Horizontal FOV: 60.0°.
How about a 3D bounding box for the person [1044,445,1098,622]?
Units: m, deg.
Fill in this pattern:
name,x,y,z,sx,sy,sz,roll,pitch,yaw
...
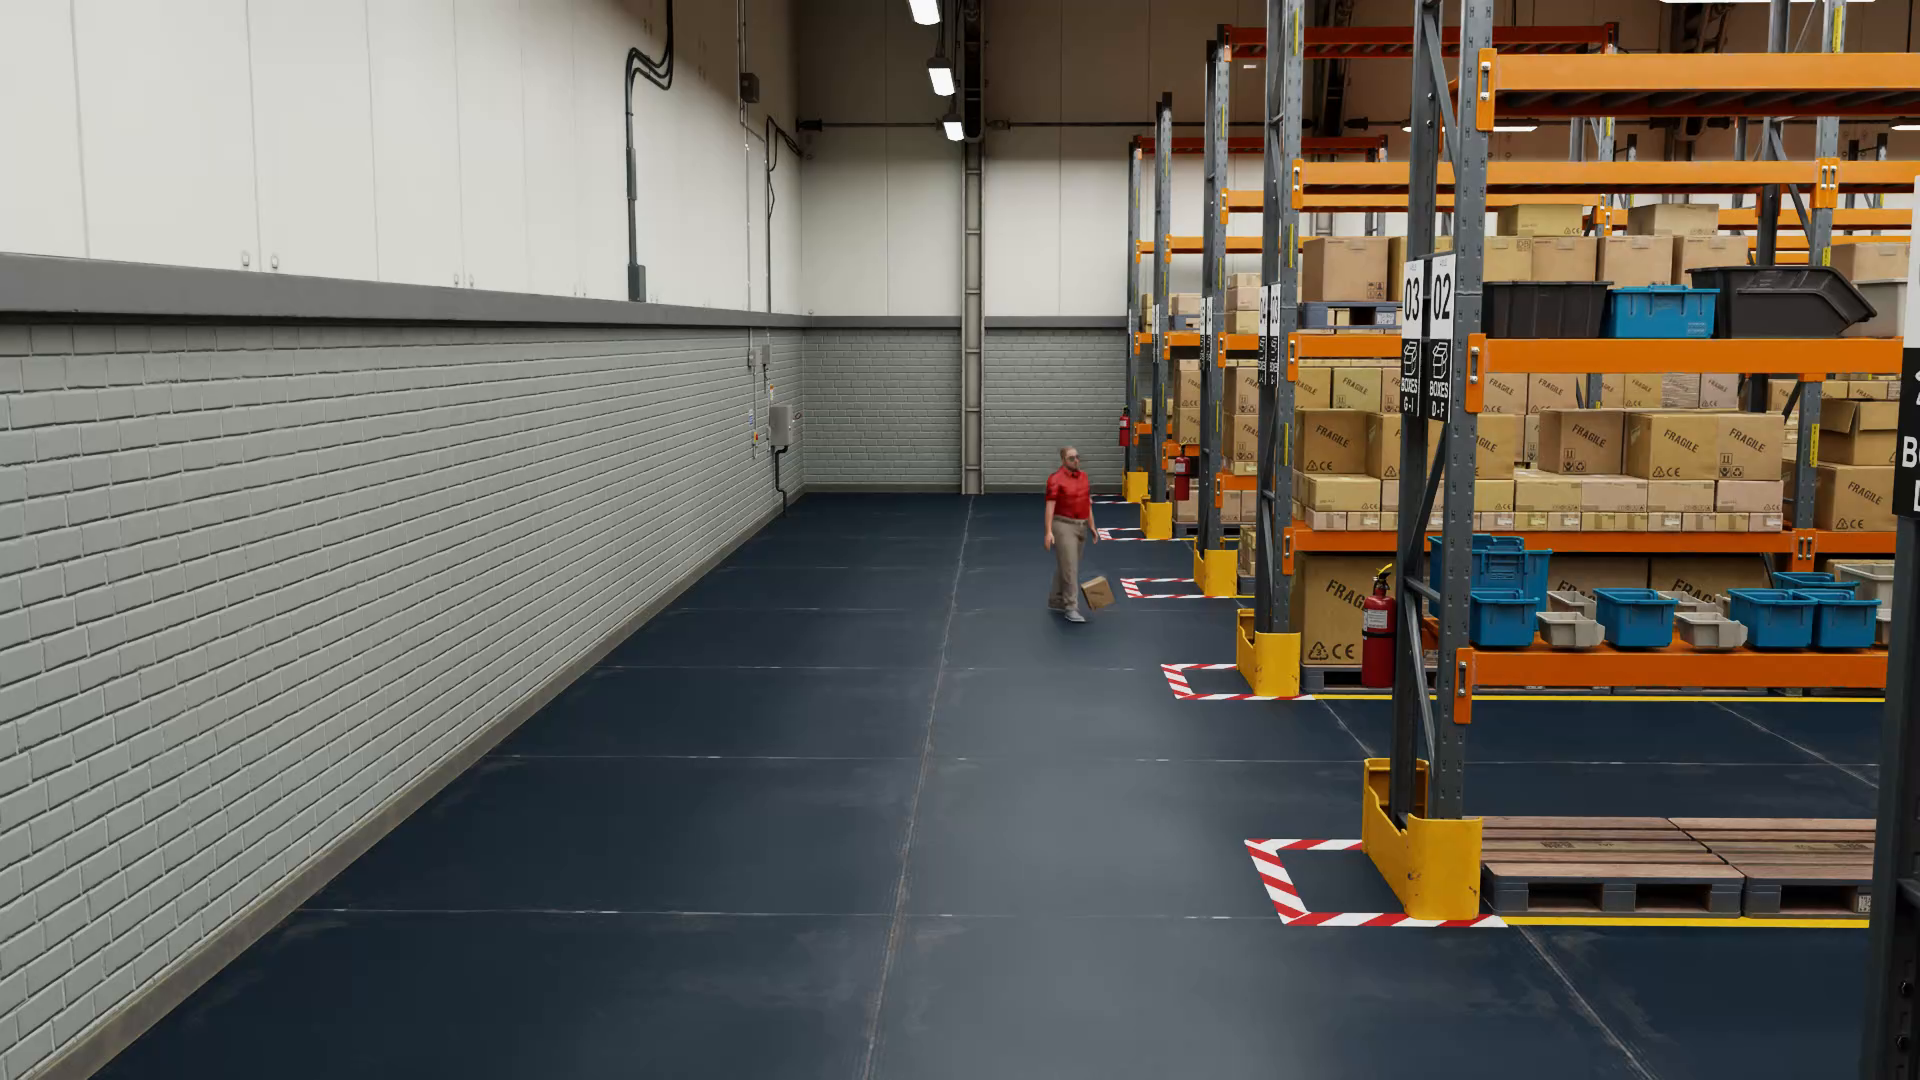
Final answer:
name,x,y,z,sx,sy,sz,roll,pitch,yaw
person,1.071,-0.078,16.469,0.661,1.719,0.635,7,10,42
